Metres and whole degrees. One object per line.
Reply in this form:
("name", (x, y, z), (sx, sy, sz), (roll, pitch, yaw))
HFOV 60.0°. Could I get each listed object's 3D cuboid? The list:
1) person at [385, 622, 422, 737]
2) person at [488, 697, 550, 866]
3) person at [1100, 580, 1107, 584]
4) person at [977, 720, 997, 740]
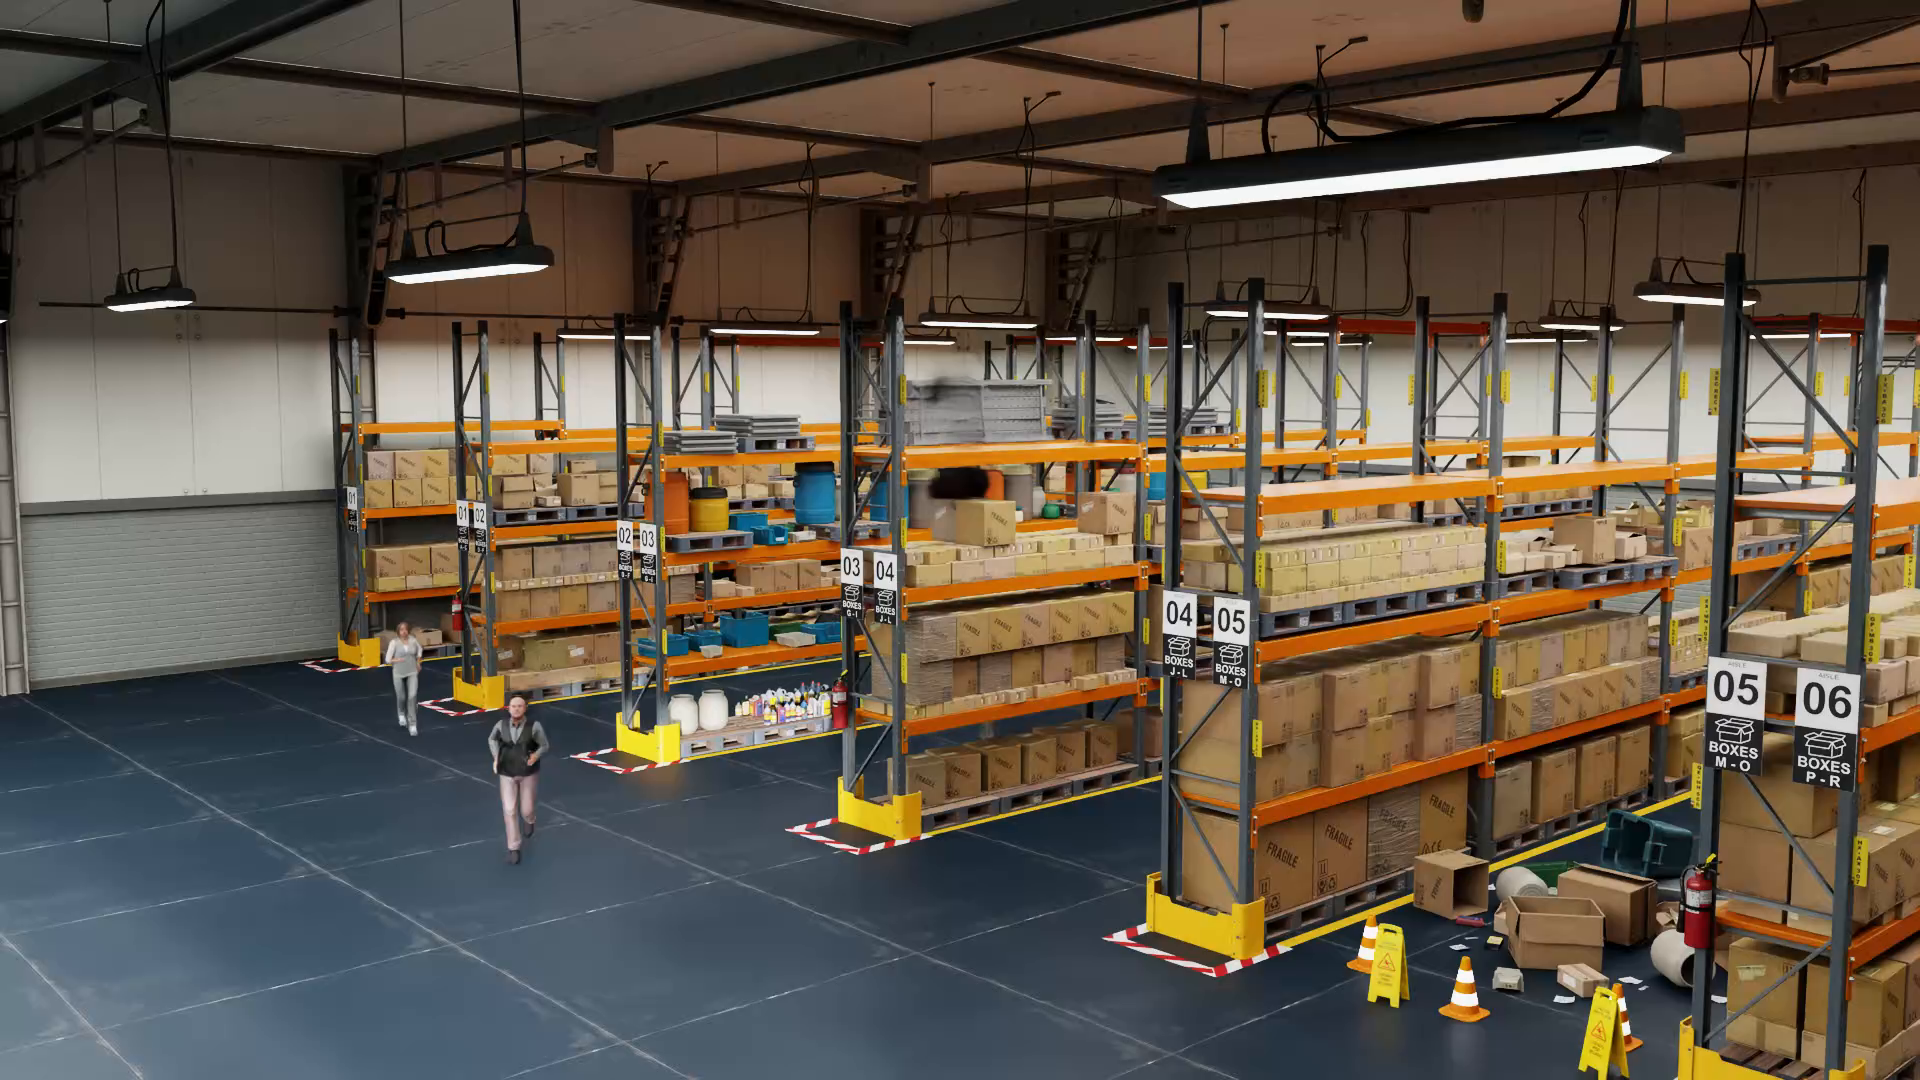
("person", (-8.017, 1.974, 24.026), (0.532, 1.607, 0.844), (-3, 6, -24))
("person", (-4.757, 2.545, 17.939), (0.663, 1.727, 0.931), (-1, 6, -9))
("person", (2.877, 1.259, 31.328), (0.715, 1.740, 0.555), (-4, 7, -33))
("person", (0.326, 2.037, 23.254), (0.561, 1.667, 0.567), (5, 8, 42))
